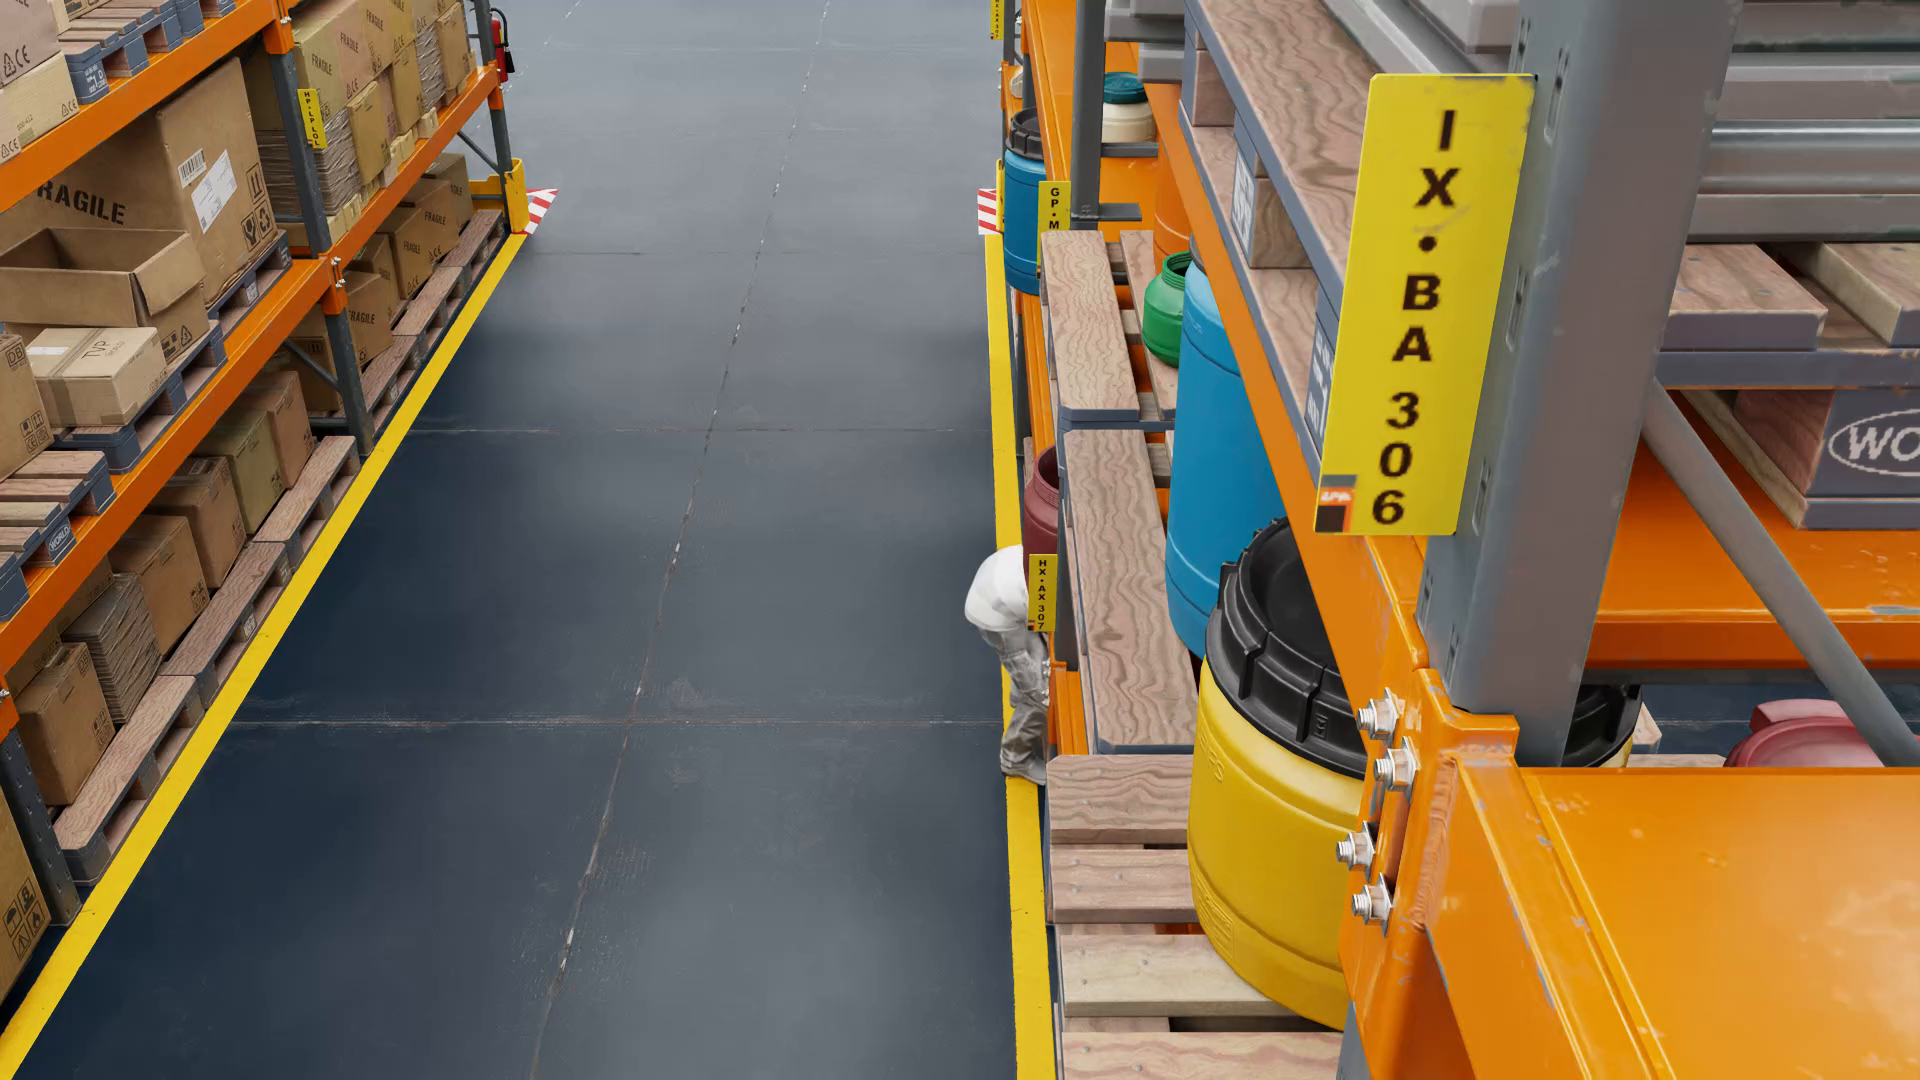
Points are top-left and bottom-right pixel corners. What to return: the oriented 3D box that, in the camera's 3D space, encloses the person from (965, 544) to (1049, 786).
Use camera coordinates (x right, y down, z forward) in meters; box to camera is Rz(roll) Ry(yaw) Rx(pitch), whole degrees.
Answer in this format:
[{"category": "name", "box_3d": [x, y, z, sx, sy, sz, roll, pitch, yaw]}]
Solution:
[{"category": "person", "box_3d": [0.558, 0.533, 7.326, 1.065, 1.167, 0.525, 8, 32, 12]}]
